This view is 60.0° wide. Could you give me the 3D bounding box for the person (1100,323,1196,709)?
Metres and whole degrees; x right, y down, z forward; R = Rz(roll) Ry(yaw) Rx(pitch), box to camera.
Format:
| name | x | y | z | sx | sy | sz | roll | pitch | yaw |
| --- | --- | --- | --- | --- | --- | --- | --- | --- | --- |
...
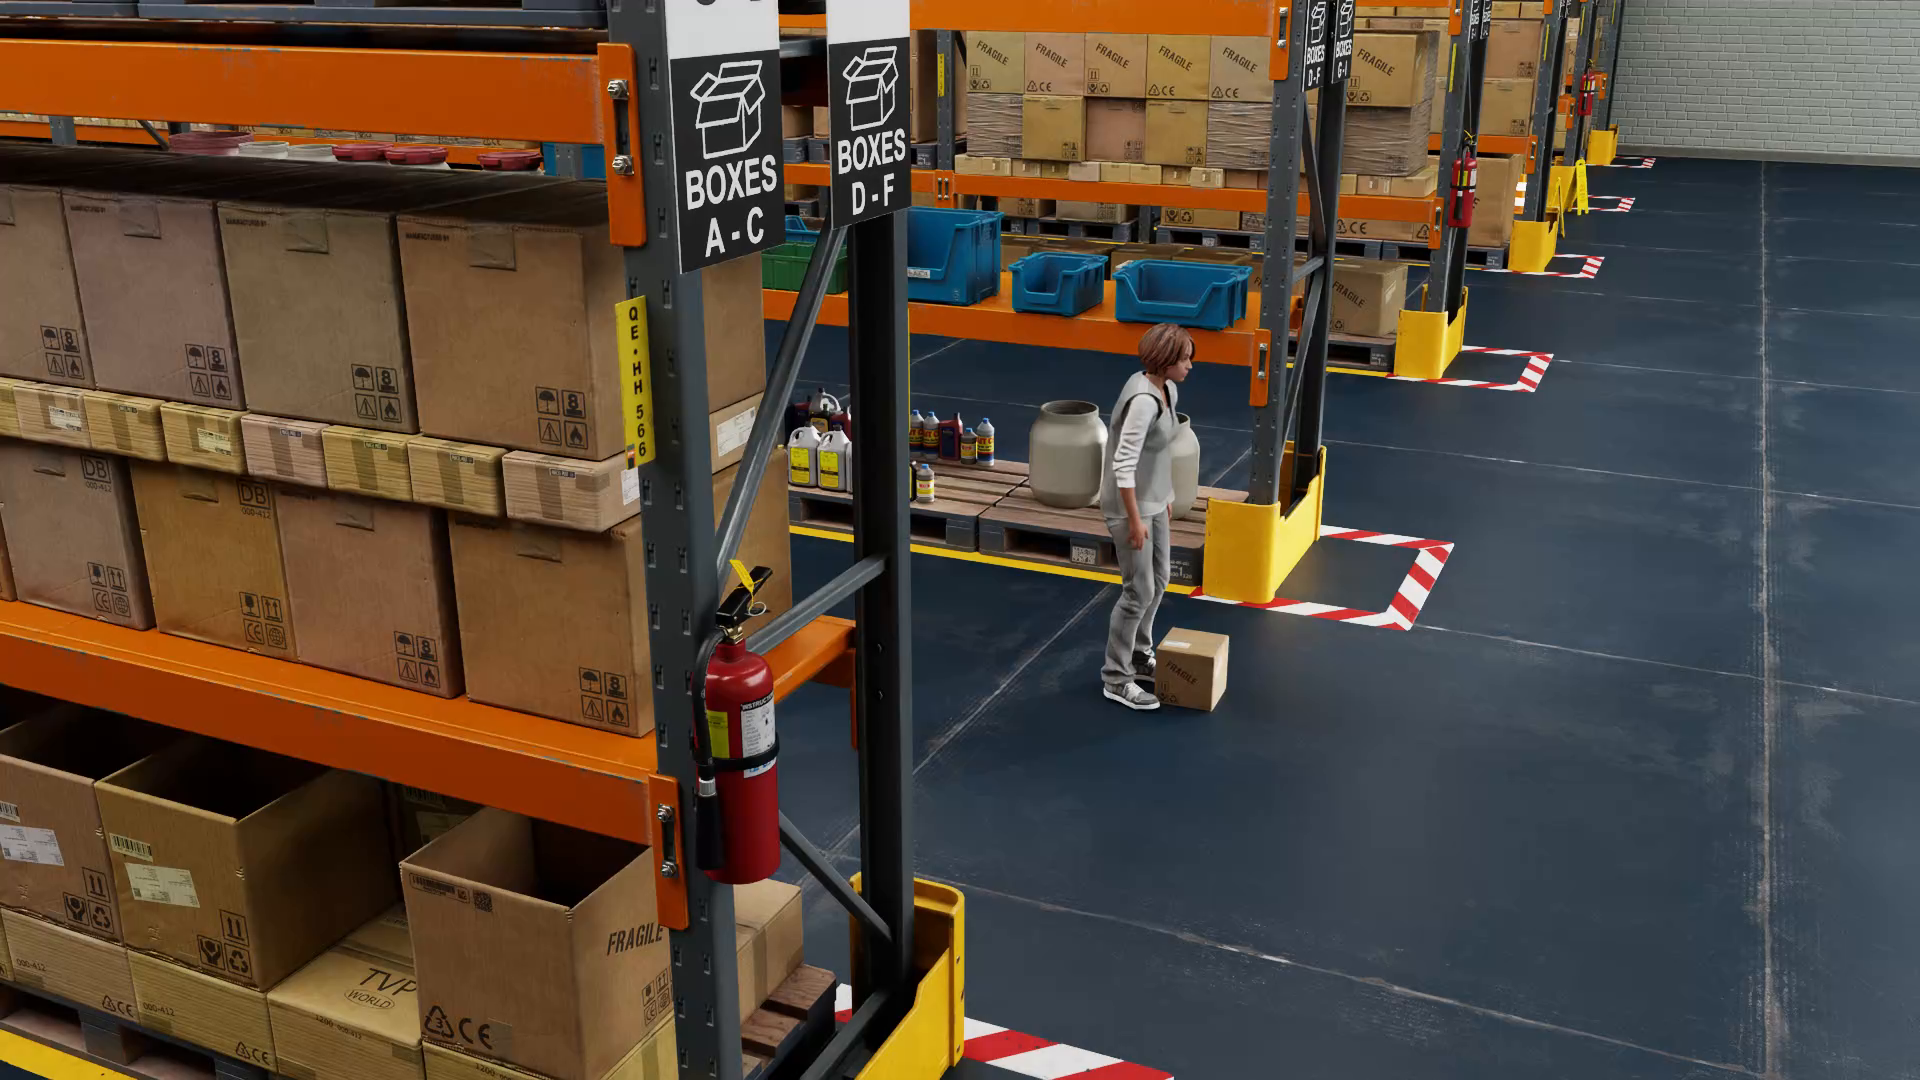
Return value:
| name | x | y | z | sx | sy | sz | roll | pitch | yaw |
| --- | --- | --- | --- | --- | --- | --- | --- | --- | --- |
| person | 0.767 | -0.115 | 6.914 | 0.350 | 1.591 | 0.470 | 8 | 21 | 22 |
